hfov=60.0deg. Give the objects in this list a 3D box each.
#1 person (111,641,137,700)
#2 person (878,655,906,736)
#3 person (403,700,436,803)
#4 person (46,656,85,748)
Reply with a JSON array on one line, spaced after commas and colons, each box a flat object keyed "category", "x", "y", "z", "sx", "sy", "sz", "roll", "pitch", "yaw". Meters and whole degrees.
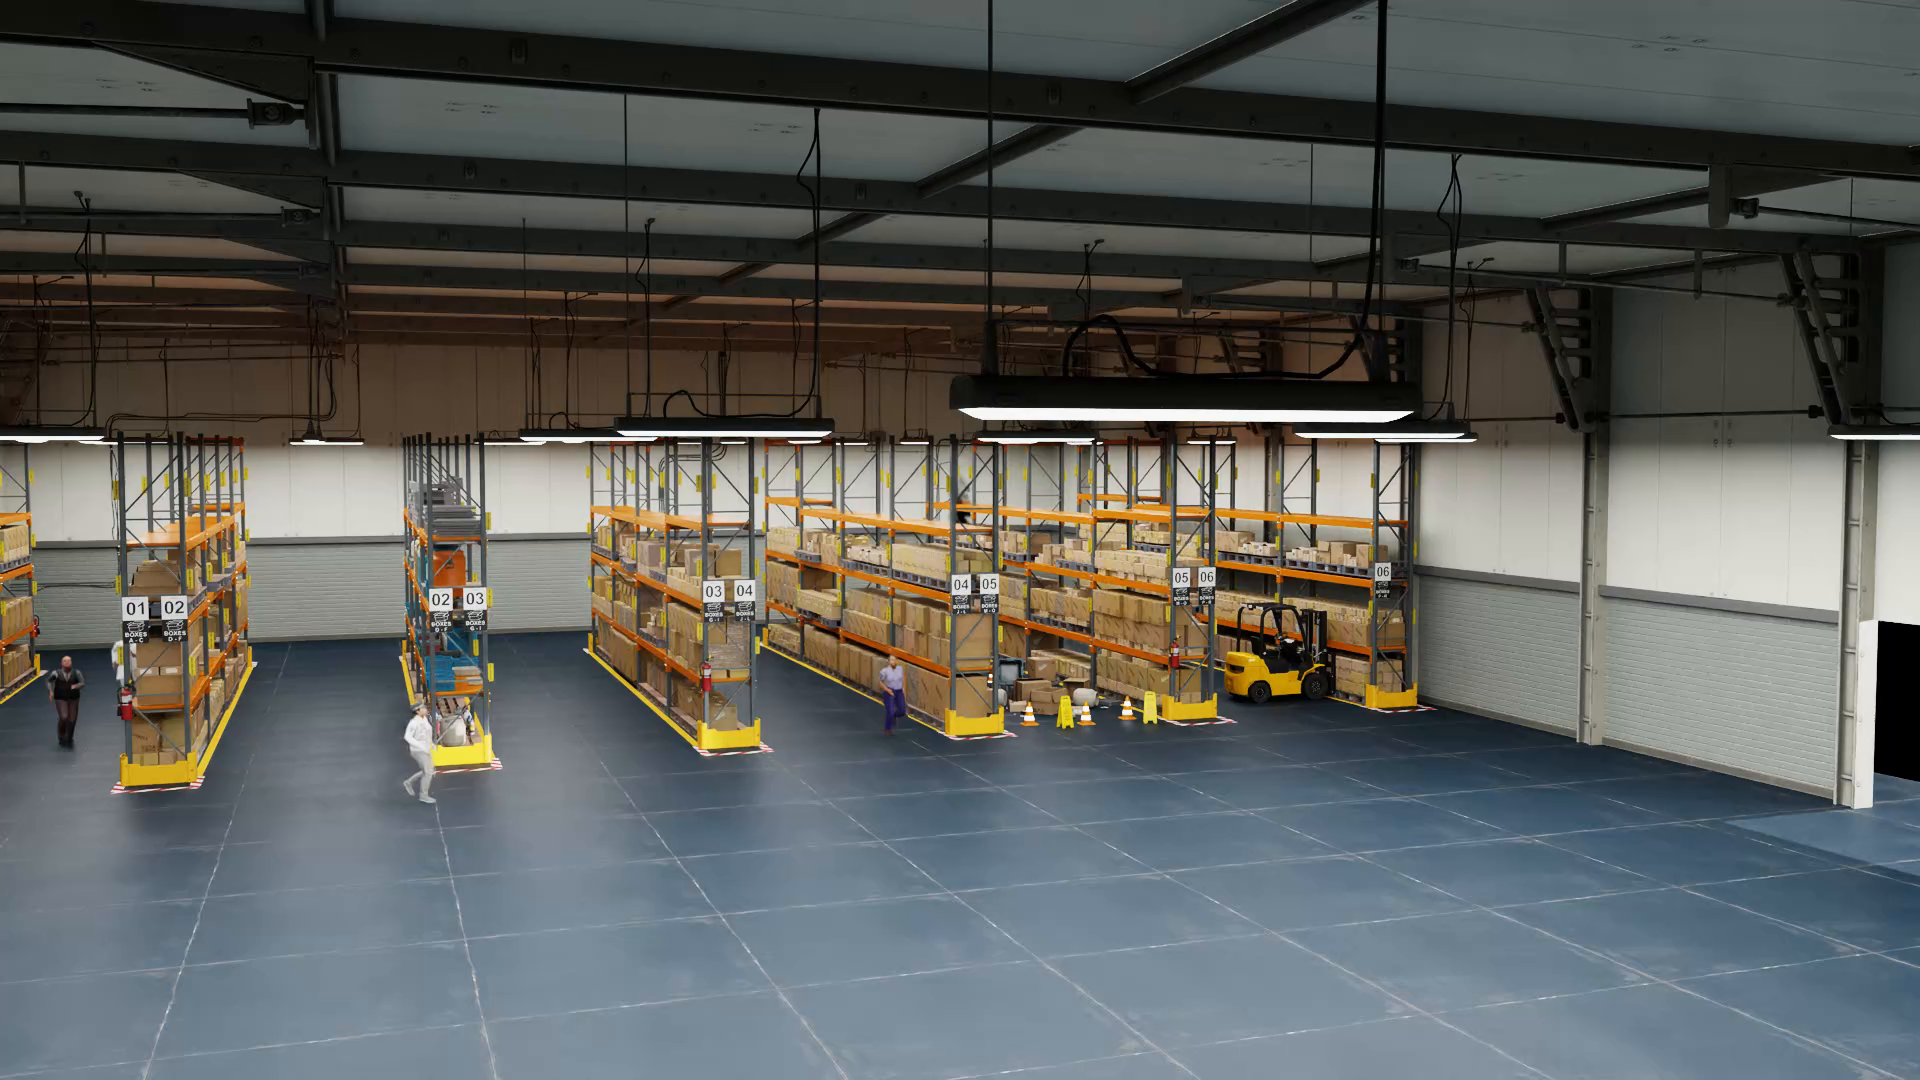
[{"category": "person", "x": -17.935, "y": 2.814, "z": 35.899, "sx": 0.697, "sy": 1.783, "sz": 0.998, "roll": -1, "pitch": 3, "yaw": -24}, {"category": "person", "x": -1.339, "y": 3.096, "z": 33.190, "sx": 0.640, "sy": 1.619, "sz": 0.575, "roll": -2, "pitch": 4, "yaw": -26}, {"category": "person", "x": -8.741, "y": 3.405, "z": 26.833, "sx": 0.548, "sy": 1.673, "sz": 0.628, "roll": 0, "pitch": 3, "yaw": 7}, {"category": "person", "x": -17.112, "y": 3.099, "z": 31.865, "sx": 0.625, "sy": 1.741, "sz": 0.716, "roll": -3, "pitch": 4, "yaw": -39}]
